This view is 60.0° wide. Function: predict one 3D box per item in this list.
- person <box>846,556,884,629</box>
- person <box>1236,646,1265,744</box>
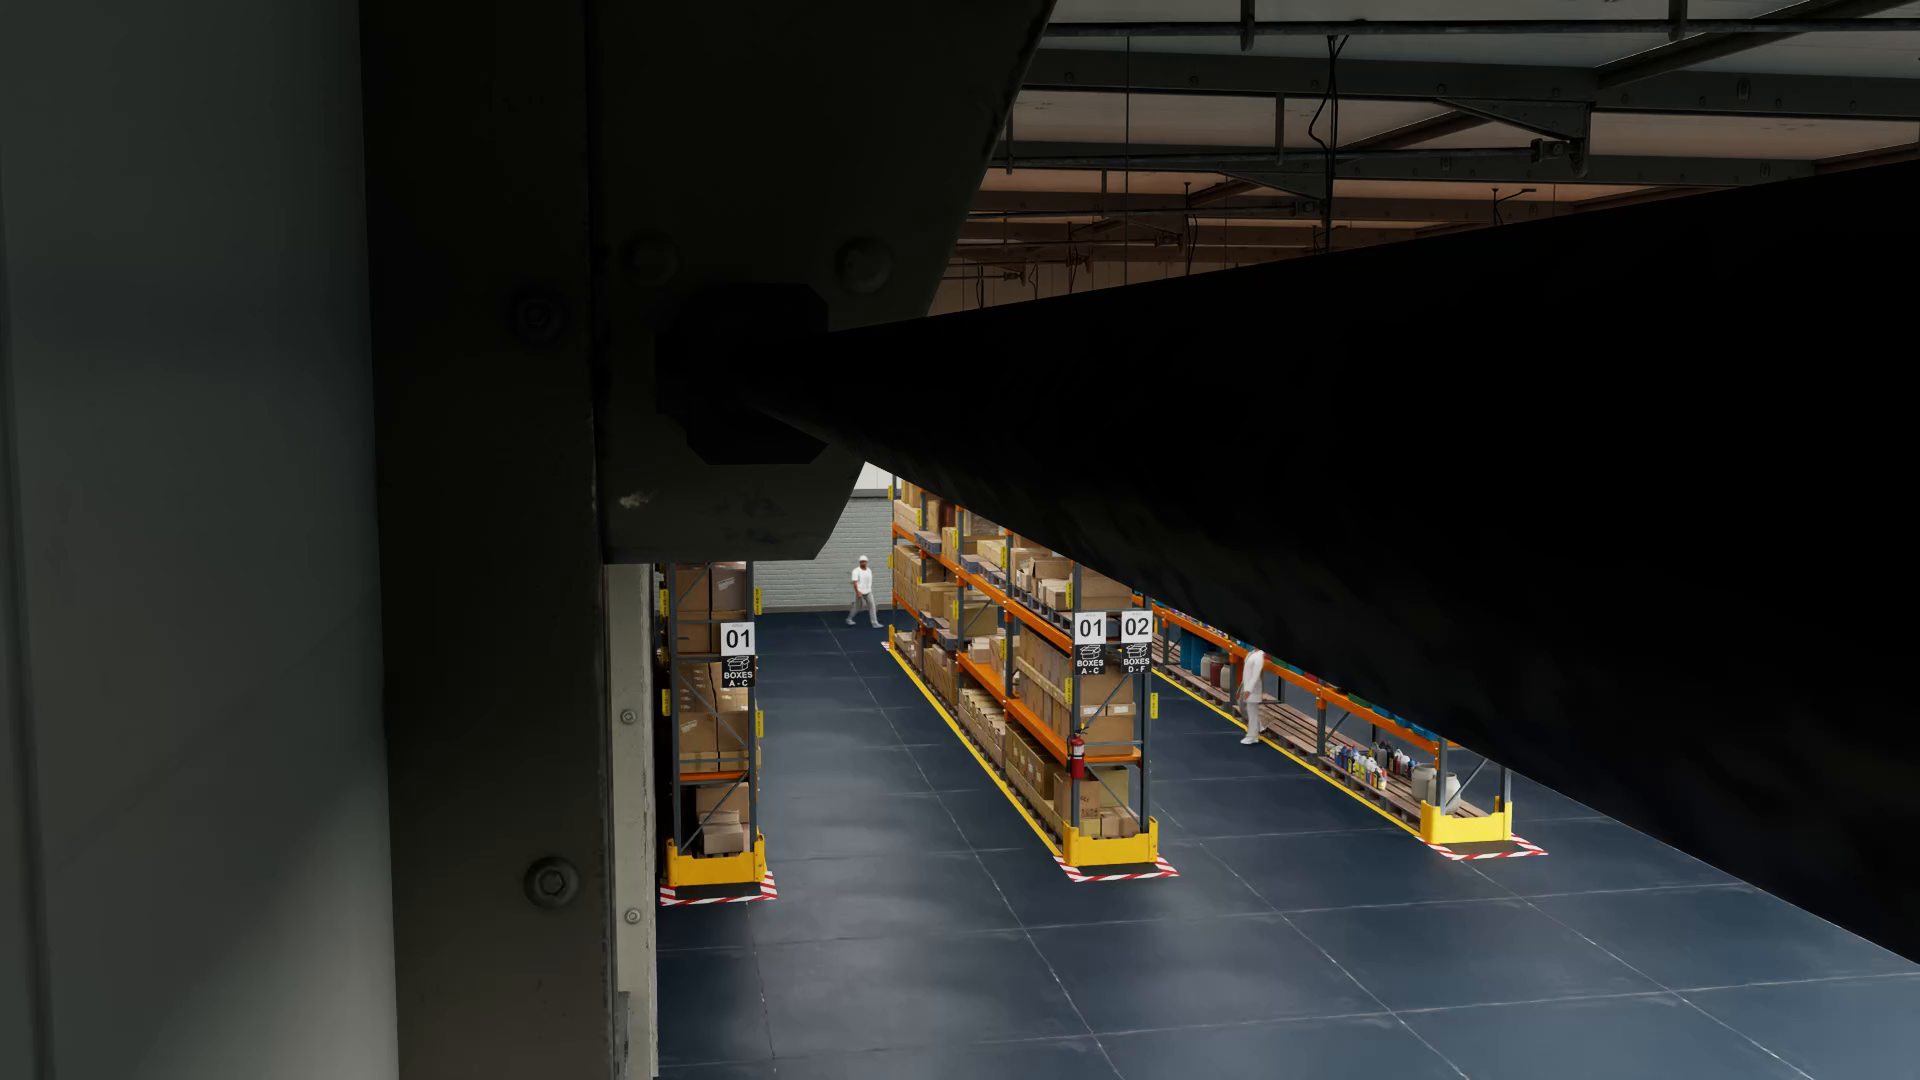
[{"bbox_3d":[-2.246,1.230,39.332,1.020,1.729,0.687,5,8,40],"label":"person"},{"bbox_3d":[4.859,2.466,27.621,0.507,1.777,0.666,-1,6,-6],"label":"person"}]
